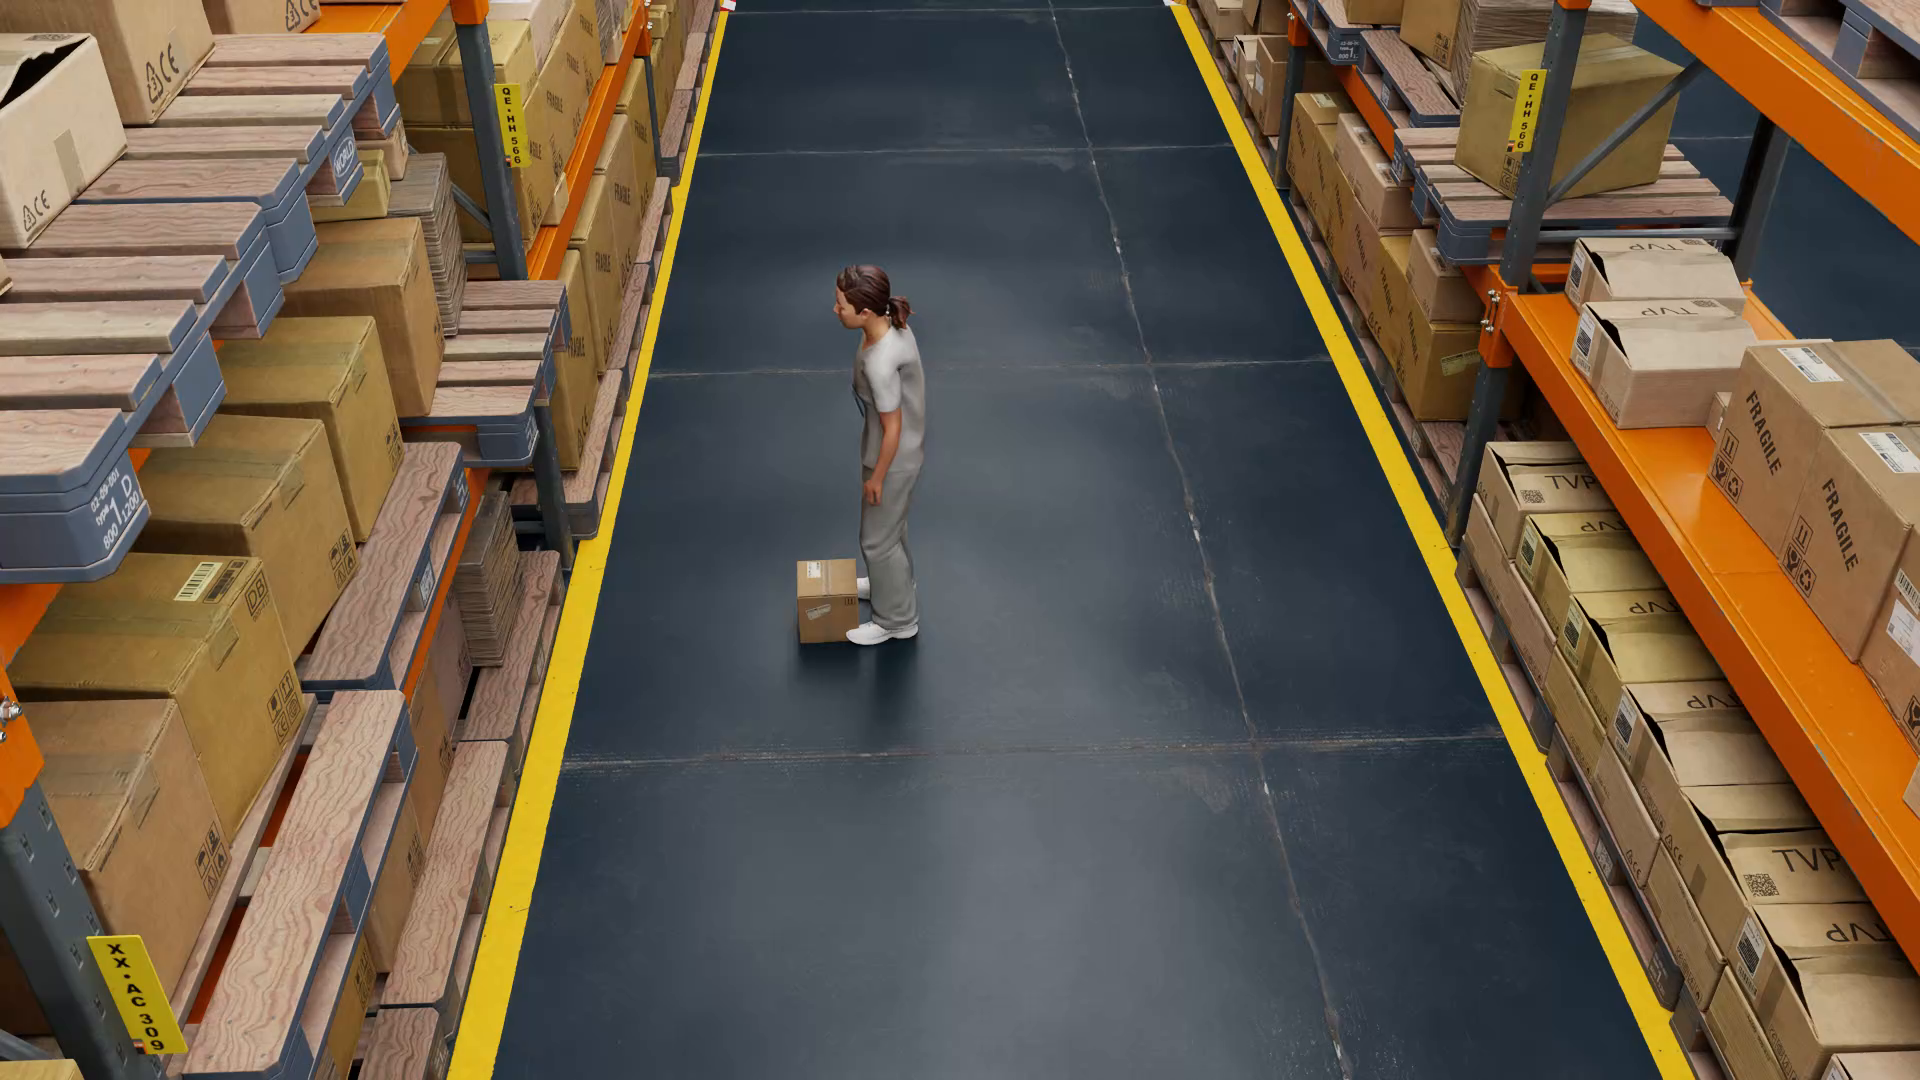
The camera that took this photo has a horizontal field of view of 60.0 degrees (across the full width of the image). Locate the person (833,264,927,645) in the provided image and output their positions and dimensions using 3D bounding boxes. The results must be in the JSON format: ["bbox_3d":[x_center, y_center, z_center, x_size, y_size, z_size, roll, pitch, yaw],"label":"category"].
[{"bbox_3d":[-0.310,-0.339,6.625,0.359,1.673,0.485,-1,35,-2],"label":"person"}]
